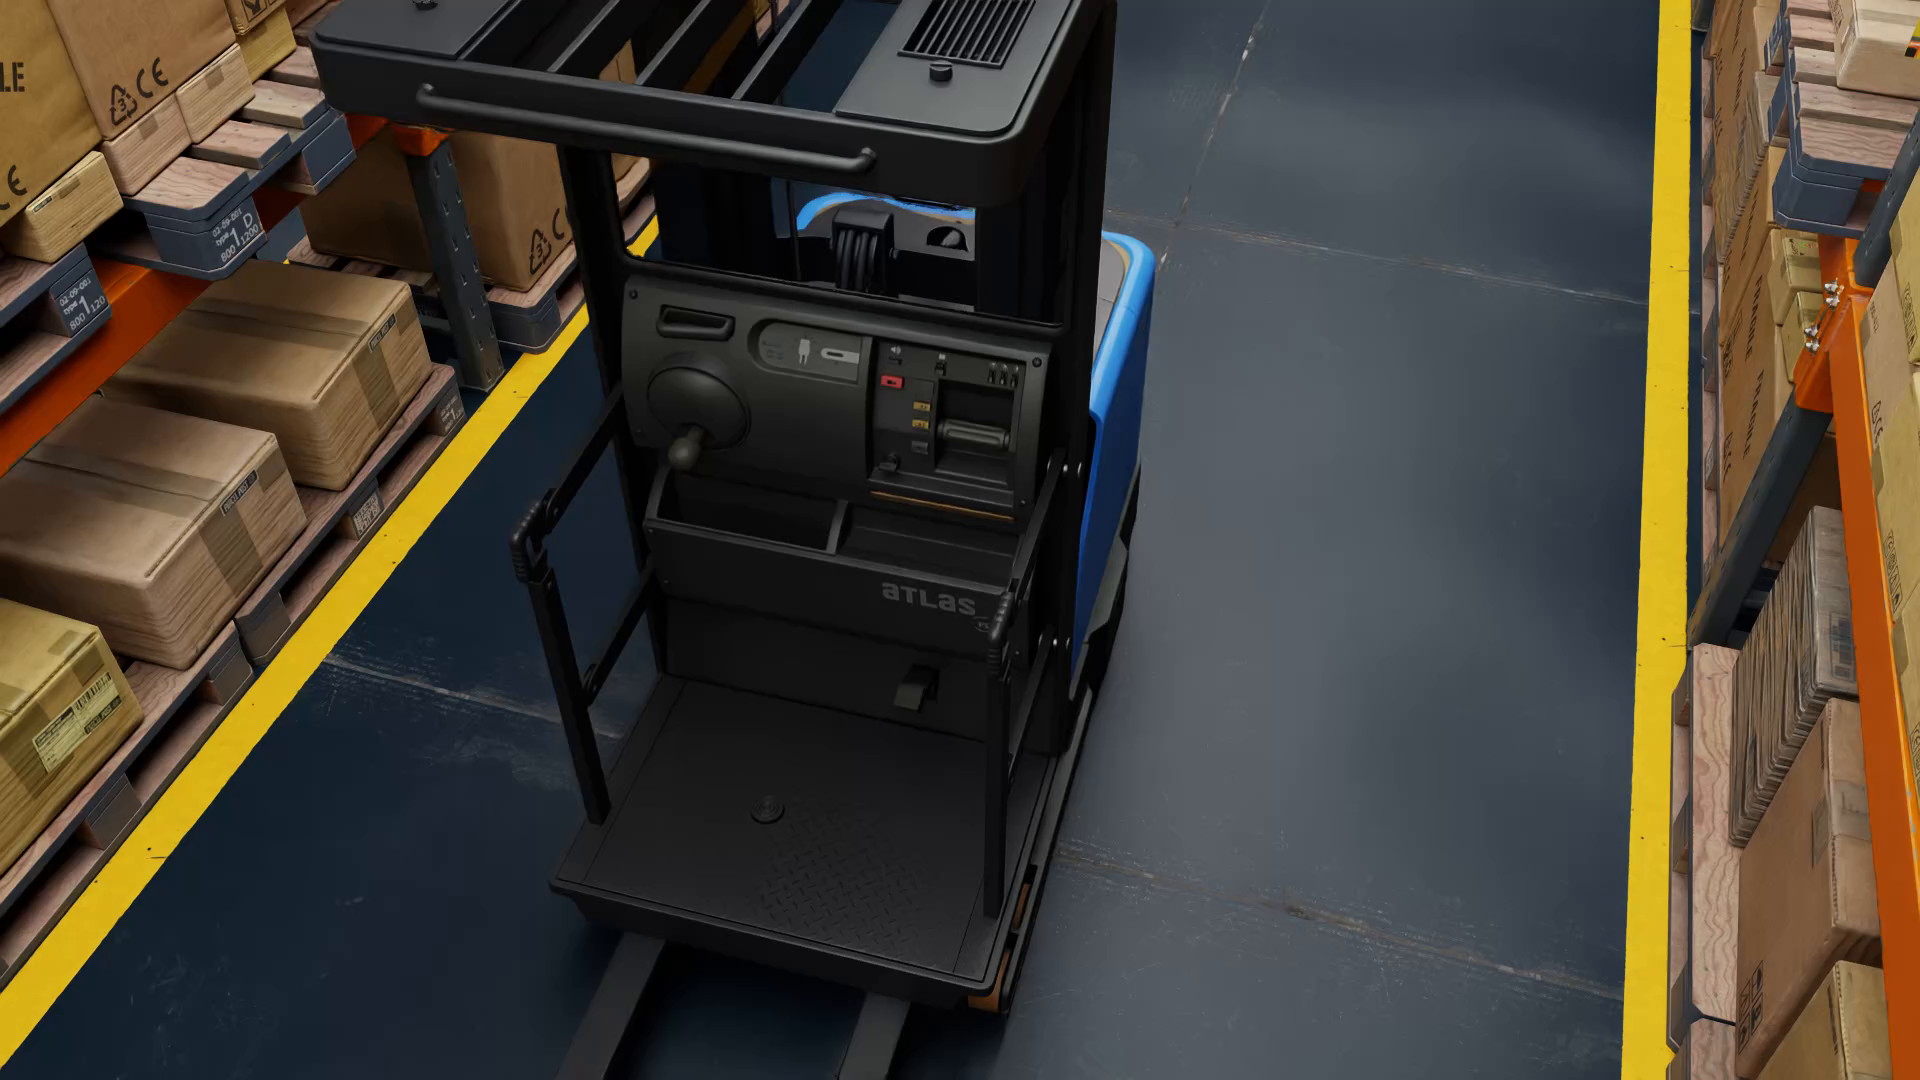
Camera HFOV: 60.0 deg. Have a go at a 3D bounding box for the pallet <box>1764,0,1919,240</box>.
[{"bbox_3d":[2.778,-1.072,4.338,1.213,0.211,1.003,13,46,13],"label":"pallet"}]

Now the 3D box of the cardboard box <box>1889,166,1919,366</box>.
[{"bbox_3d":[2.249,-0.560,3.428,0.500,0.250,0.500,12,46,12],"label":"cardboard box"}]

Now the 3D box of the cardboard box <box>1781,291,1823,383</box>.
[{"bbox_3d":[2.548,-0.545,4.686,0.380,0.149,0.250,10,45,11],"label":"cardboard box"}]

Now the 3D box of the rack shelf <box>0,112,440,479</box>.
[{"bbox_3d":[-2.698,-0.133,3.755,1.077,0.370,4.000,13,46,13],"label":"rack shelf"}]

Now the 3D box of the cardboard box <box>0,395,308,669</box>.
[{"bbox_3d":[-2.488,-0.066,4.751,0.950,0.372,0.625,12,46,12],"label":"cardboard box"}]

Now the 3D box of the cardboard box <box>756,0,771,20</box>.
[{"bbox_3d":[-1.258,-2.746,7.130,0.875,0.875,0.875,14,46,14],"label":"cardboard box"}]

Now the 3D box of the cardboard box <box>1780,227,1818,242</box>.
[{"bbox_3d":[2.723,-0.900,5.048,0.380,0.149,0.250,11,45,11],"label":"cardboard box"}]

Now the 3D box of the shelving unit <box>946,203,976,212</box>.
[{"bbox_3d":[0.142,-0.783,5.192,0.258,1.200,0.503,11,45,11],"label":"shelving unit"}]

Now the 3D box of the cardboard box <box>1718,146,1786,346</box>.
[{"bbox_3d":[2.881,-0.939,5.552,0.500,0.500,0.500,14,46,14],"label":"cardboard box"}]

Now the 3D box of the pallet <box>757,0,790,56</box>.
[{"bbox_3d":[-1.410,-2.046,7.190,1.003,0.211,1.213,13,46,13],"label":"pallet"}]

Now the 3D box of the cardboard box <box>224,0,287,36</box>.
[{"bbox_3d":[-1.965,-1.653,4.210,0.500,0.500,0.500,11,46,11],"label":"cardboard box"}]

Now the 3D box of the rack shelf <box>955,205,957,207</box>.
[{"bbox_3d":[0.142,-1.081,4.901,0.258,0.148,0.480,11,45,11],"label":"rack shelf"}]

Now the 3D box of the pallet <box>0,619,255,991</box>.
[{"bbox_3d":[-2.701,0.605,4.481,1.003,0.211,1.213,13,46,13],"label":"pallet"}]

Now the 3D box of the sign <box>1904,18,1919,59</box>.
[{"bbox_3d":[2.120,-1.168,3.528,0.100,0.325,0.005,13,46,13],"label":"sign"}]

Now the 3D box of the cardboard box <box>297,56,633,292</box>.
[{"bbox_3d":[-1.803,-1.556,5.915,0.875,0.875,0.875,12,46,12],"label":"cardboard box"}]

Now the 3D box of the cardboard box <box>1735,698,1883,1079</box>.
[{"bbox_3d":[2.248,0.875,3.609,0.875,0.625,0.625,14,46,14],"label":"cardboard box"}]

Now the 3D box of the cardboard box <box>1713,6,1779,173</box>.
[{"bbox_3d":[3.183,-1.633,6.262,0.500,0.500,0.500,11,45,11],"label":"cardboard box"}]

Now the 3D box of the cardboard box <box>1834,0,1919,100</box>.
[{"bbox_3d":[2.473,-1.254,4.266,0.380,0.149,0.250,13,46,13],"label":"cardboard box"}]

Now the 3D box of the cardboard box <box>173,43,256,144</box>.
[{"bbox_3d":[-2.013,-1.143,4.153,0.380,0.149,0.250,12,46,12],"label":"cardboard box"}]

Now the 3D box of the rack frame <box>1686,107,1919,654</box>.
[{"bbox_3d":[2.640,-0.674,3.794,1.000,3.000,0.127,13,46,13],"label":"rack frame"}]

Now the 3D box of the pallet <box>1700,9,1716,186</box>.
[{"bbox_3d":[3.641,-1.793,6.932,1.003,0.211,1.213,13,46,13],"label":"pallet"}]

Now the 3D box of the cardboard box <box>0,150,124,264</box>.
[{"bbox_3d":[-2.167,-0.791,3.793,0.380,0.149,0.250,13,46,13],"label":"cardboard box"}]

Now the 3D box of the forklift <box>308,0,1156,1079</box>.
[{"bbox_3d":[-0.330,-0.206,3.365,1.130,2.935,3.031,11,45,11],"label":"forklift"}]

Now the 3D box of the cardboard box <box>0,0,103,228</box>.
[{"bbox_3d":[-2.262,-0.970,3.512,0.500,0.500,0.500,10,45,10],"label":"cardboard box"}]

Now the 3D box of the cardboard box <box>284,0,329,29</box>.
[{"bbox_3d":[-1.967,-1.515,4.533,0.380,0.149,0.250,14,46,14],"label":"cardboard box"}]

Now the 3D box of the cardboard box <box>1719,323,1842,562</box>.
[{"bbox_3d":[2.563,-0.258,4.856,0.500,0.500,0.500,14,46,14],"label":"cardboard box"}]

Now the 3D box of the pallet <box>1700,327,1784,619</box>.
[{"bbox_3d":[2.902,-0.167,5.270,1.003,0.211,1.213,13,46,13],"label":"pallet"}]

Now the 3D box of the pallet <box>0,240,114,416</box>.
[{"bbox_3d":[-2.652,-0.326,3.576,1.003,0.211,1.213,13,46,13],"label":"pallet"}]

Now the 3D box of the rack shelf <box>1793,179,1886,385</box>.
[{"bbox_3d":[3.246,-1.750,5.408,1.077,0.370,4.000,13,46,13],"label":"rack shelf"}]

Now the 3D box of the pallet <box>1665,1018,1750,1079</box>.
[{"bbox_3d":[1.982,1.674,3.389,1.003,0.211,1.213,13,46,13],"label":"pallet"}]

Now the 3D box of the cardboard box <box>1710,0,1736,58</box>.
[{"bbox_3d":[3.490,-2.322,6.965,0.500,0.500,0.500,14,46,14],"label":"cardboard box"}]

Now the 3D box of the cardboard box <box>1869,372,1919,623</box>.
[{"bbox_3d":[2.116,-0.042,3.256,0.500,0.250,0.500,12,46,12],"label":"cardboard box"}]
